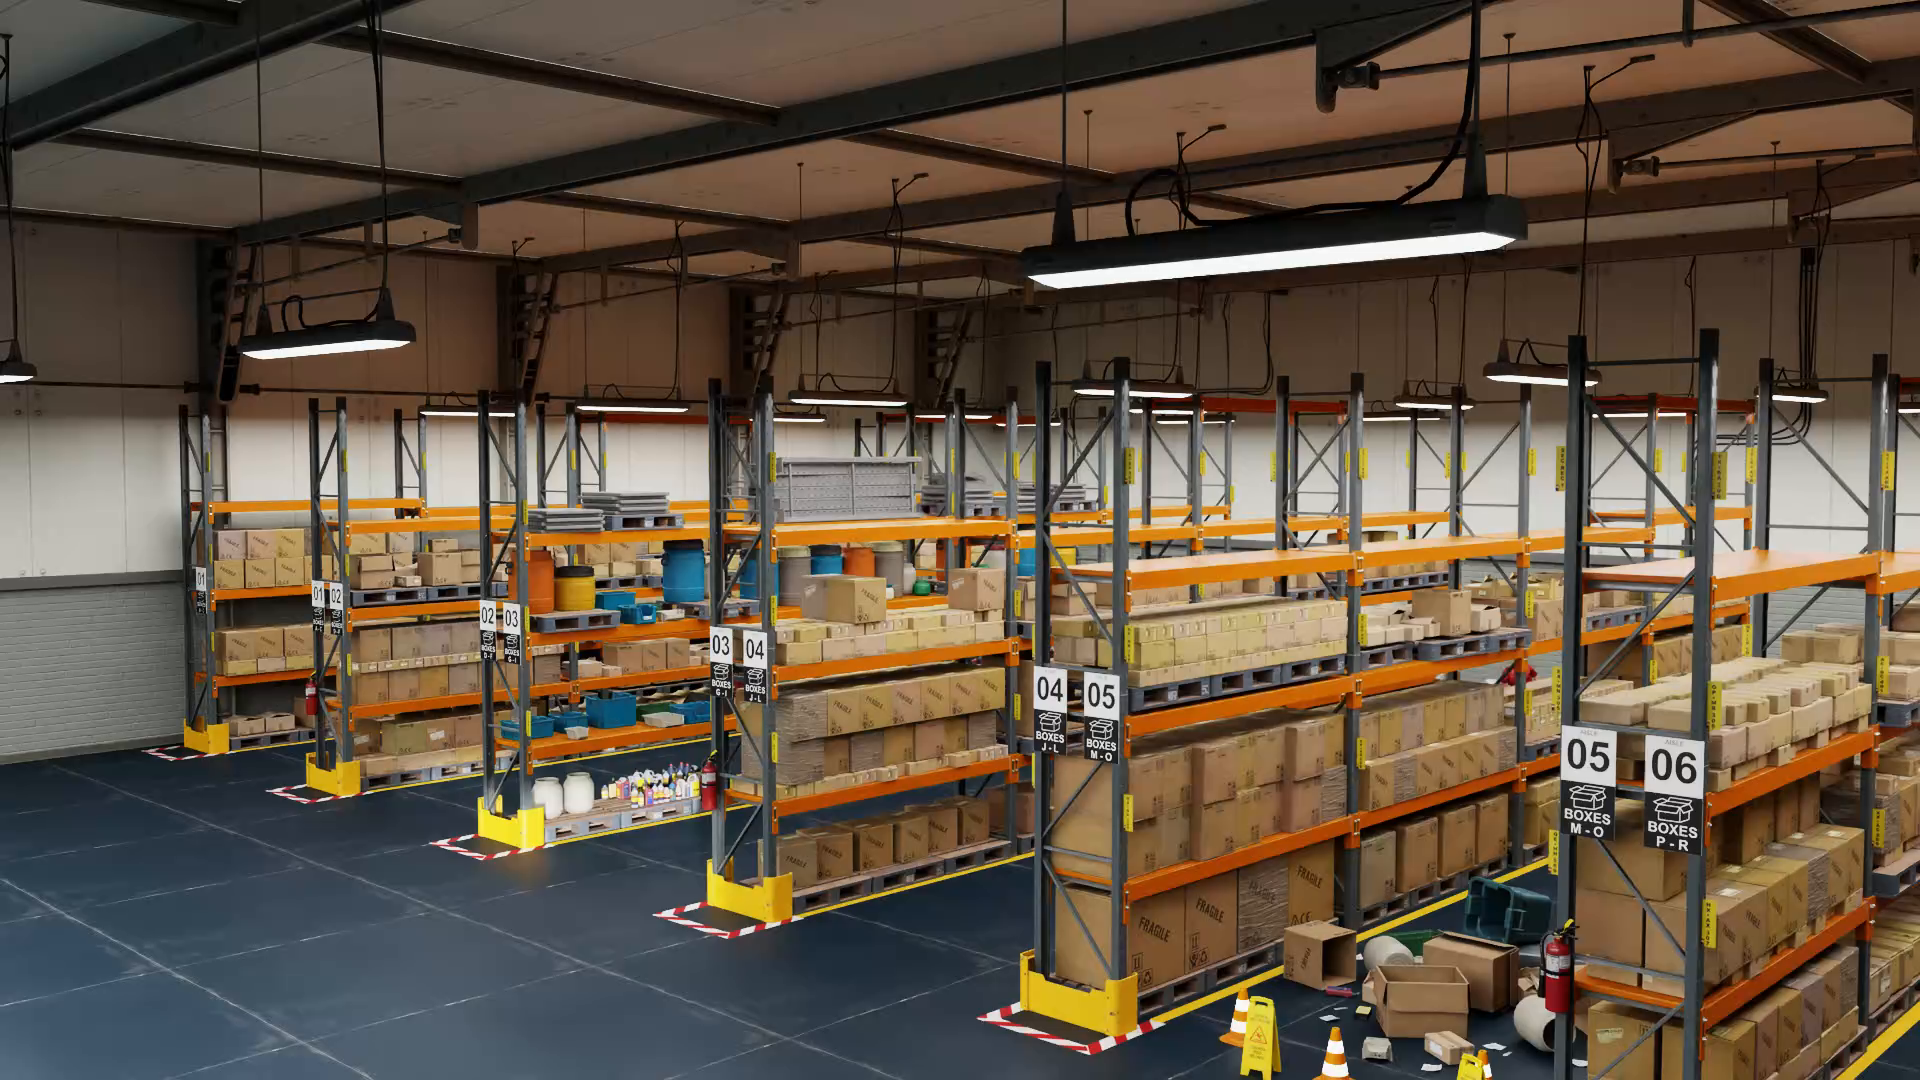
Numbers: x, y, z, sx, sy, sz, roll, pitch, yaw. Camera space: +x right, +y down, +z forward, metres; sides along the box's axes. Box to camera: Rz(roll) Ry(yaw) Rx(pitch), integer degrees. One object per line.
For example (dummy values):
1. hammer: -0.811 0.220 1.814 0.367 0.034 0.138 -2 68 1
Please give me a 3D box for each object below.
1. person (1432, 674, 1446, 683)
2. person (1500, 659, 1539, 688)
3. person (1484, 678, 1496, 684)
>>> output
1. person: 7.723 2.959 26.797 0.616 1.636 0.547 2 4 39
2. person: 9.762 2.819 28.993 0.696 1.740 0.746 1 3 15
3. person: 8.019 2.965 25.247 0.690 1.721 0.582 3 4 43
